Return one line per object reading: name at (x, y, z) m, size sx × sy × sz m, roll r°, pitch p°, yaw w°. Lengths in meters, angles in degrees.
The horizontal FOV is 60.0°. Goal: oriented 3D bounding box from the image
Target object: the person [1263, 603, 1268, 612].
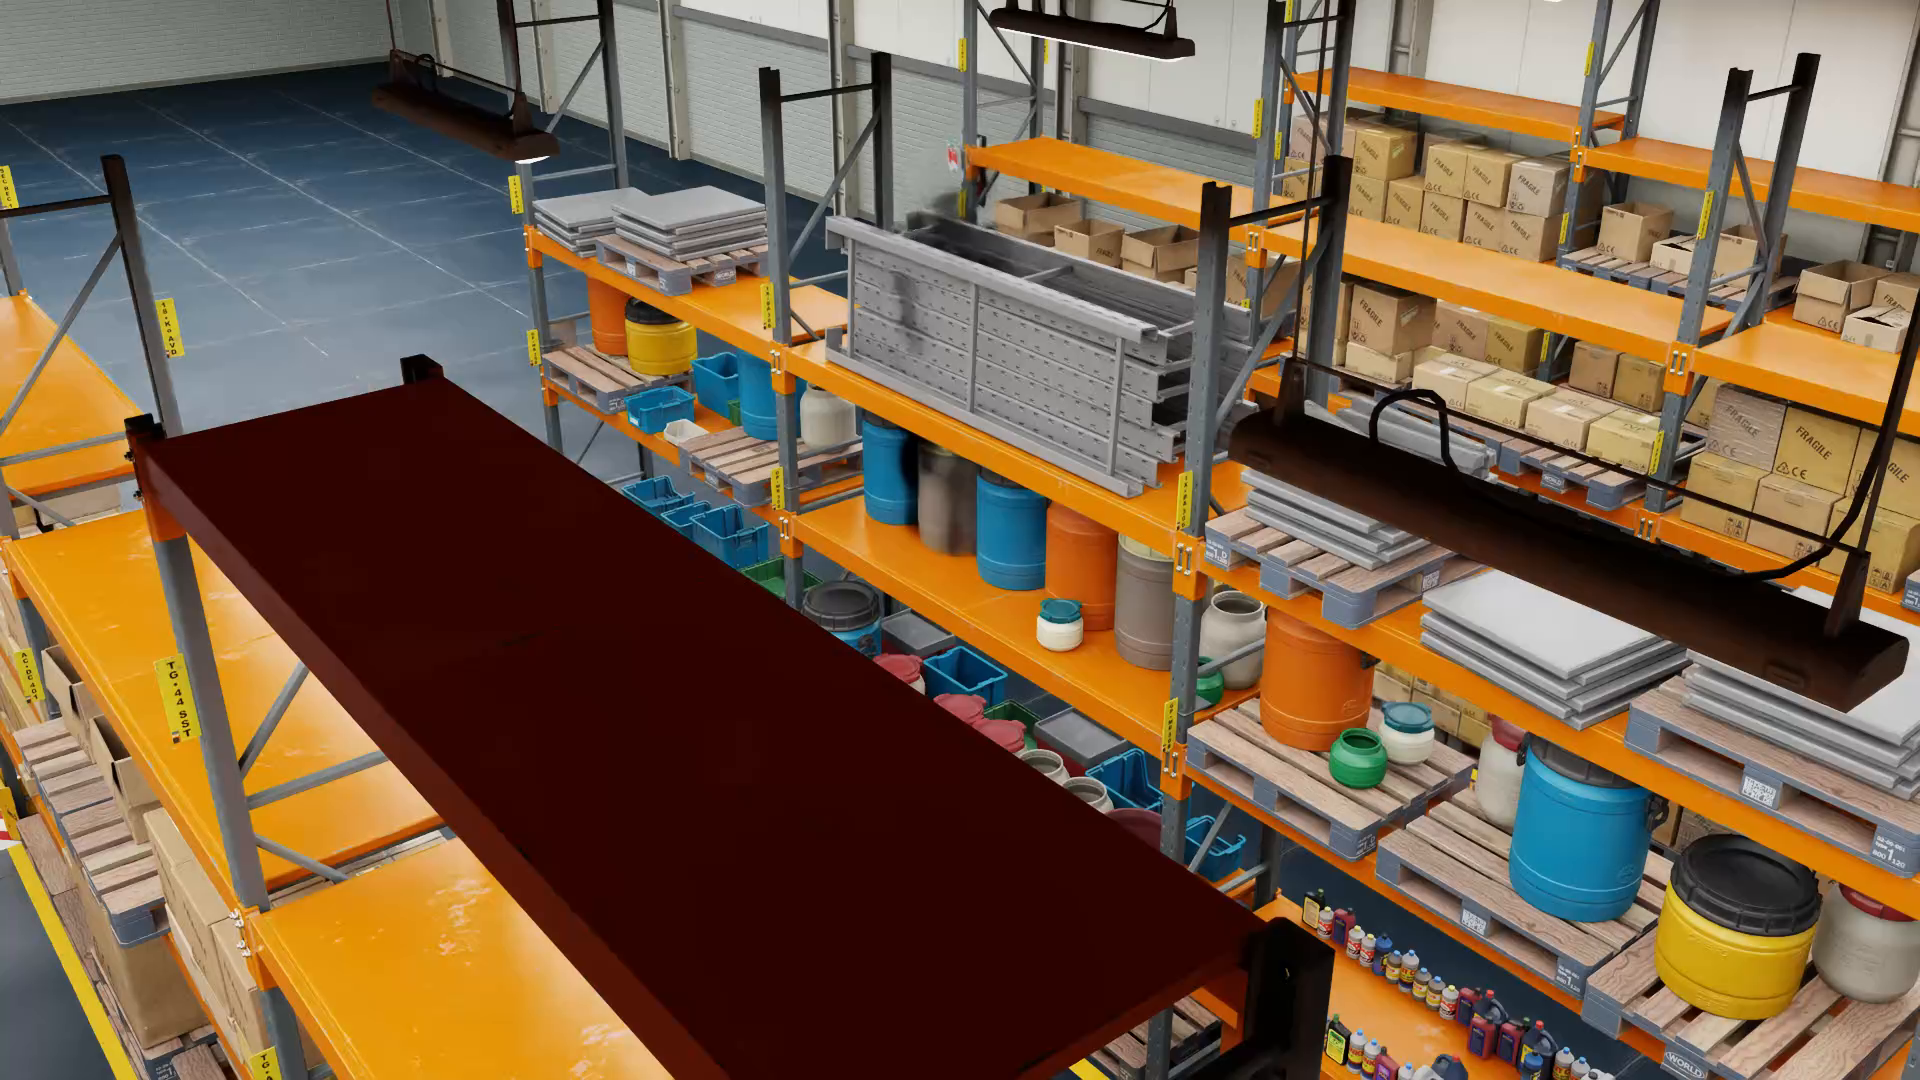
person at (2.378, 1.270, 12.890) m, size 0.836 × 1.833 × 0.671 m, roll 22°, pitch 34°, yaw 38°
